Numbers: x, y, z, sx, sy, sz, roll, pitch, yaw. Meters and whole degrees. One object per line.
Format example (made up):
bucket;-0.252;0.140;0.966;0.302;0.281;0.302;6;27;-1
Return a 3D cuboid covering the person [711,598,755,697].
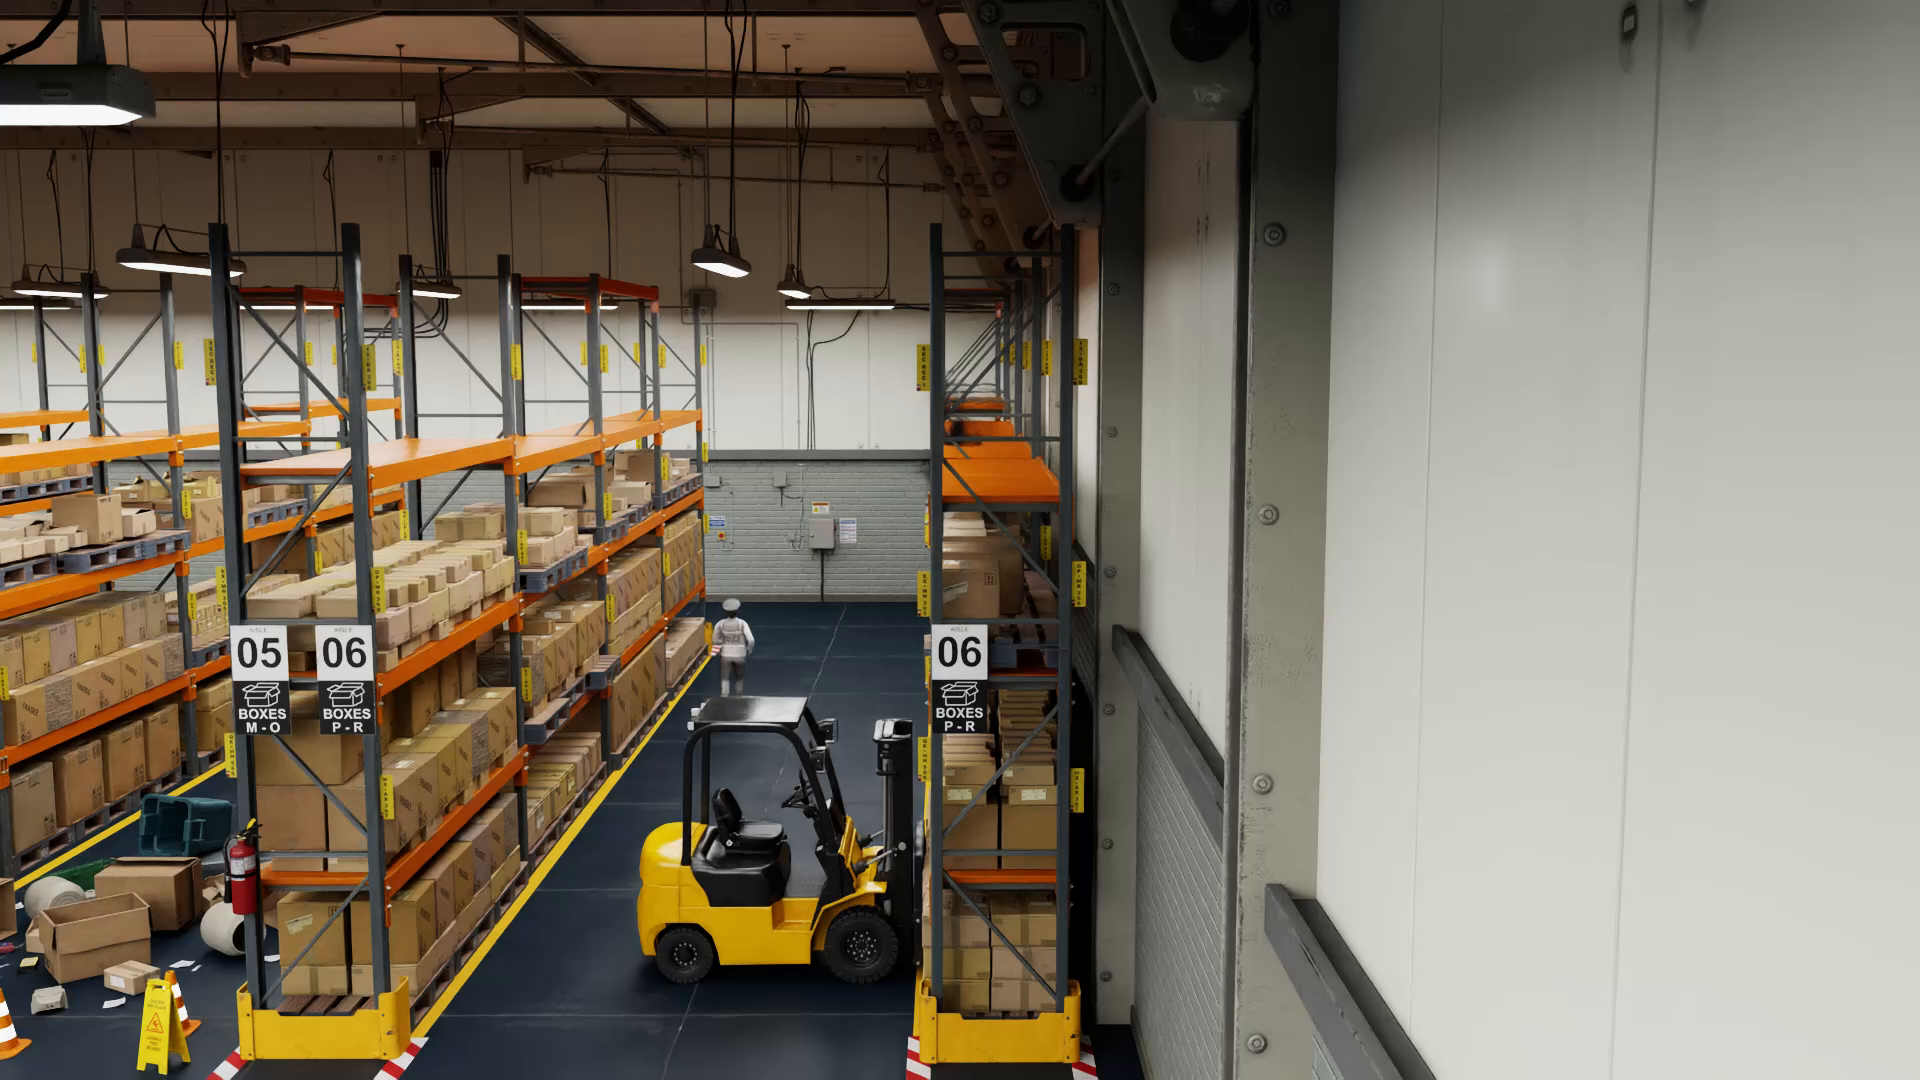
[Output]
person;-3.163;1.637;23.199;0.624;1.659;0.758;0;7;-1
